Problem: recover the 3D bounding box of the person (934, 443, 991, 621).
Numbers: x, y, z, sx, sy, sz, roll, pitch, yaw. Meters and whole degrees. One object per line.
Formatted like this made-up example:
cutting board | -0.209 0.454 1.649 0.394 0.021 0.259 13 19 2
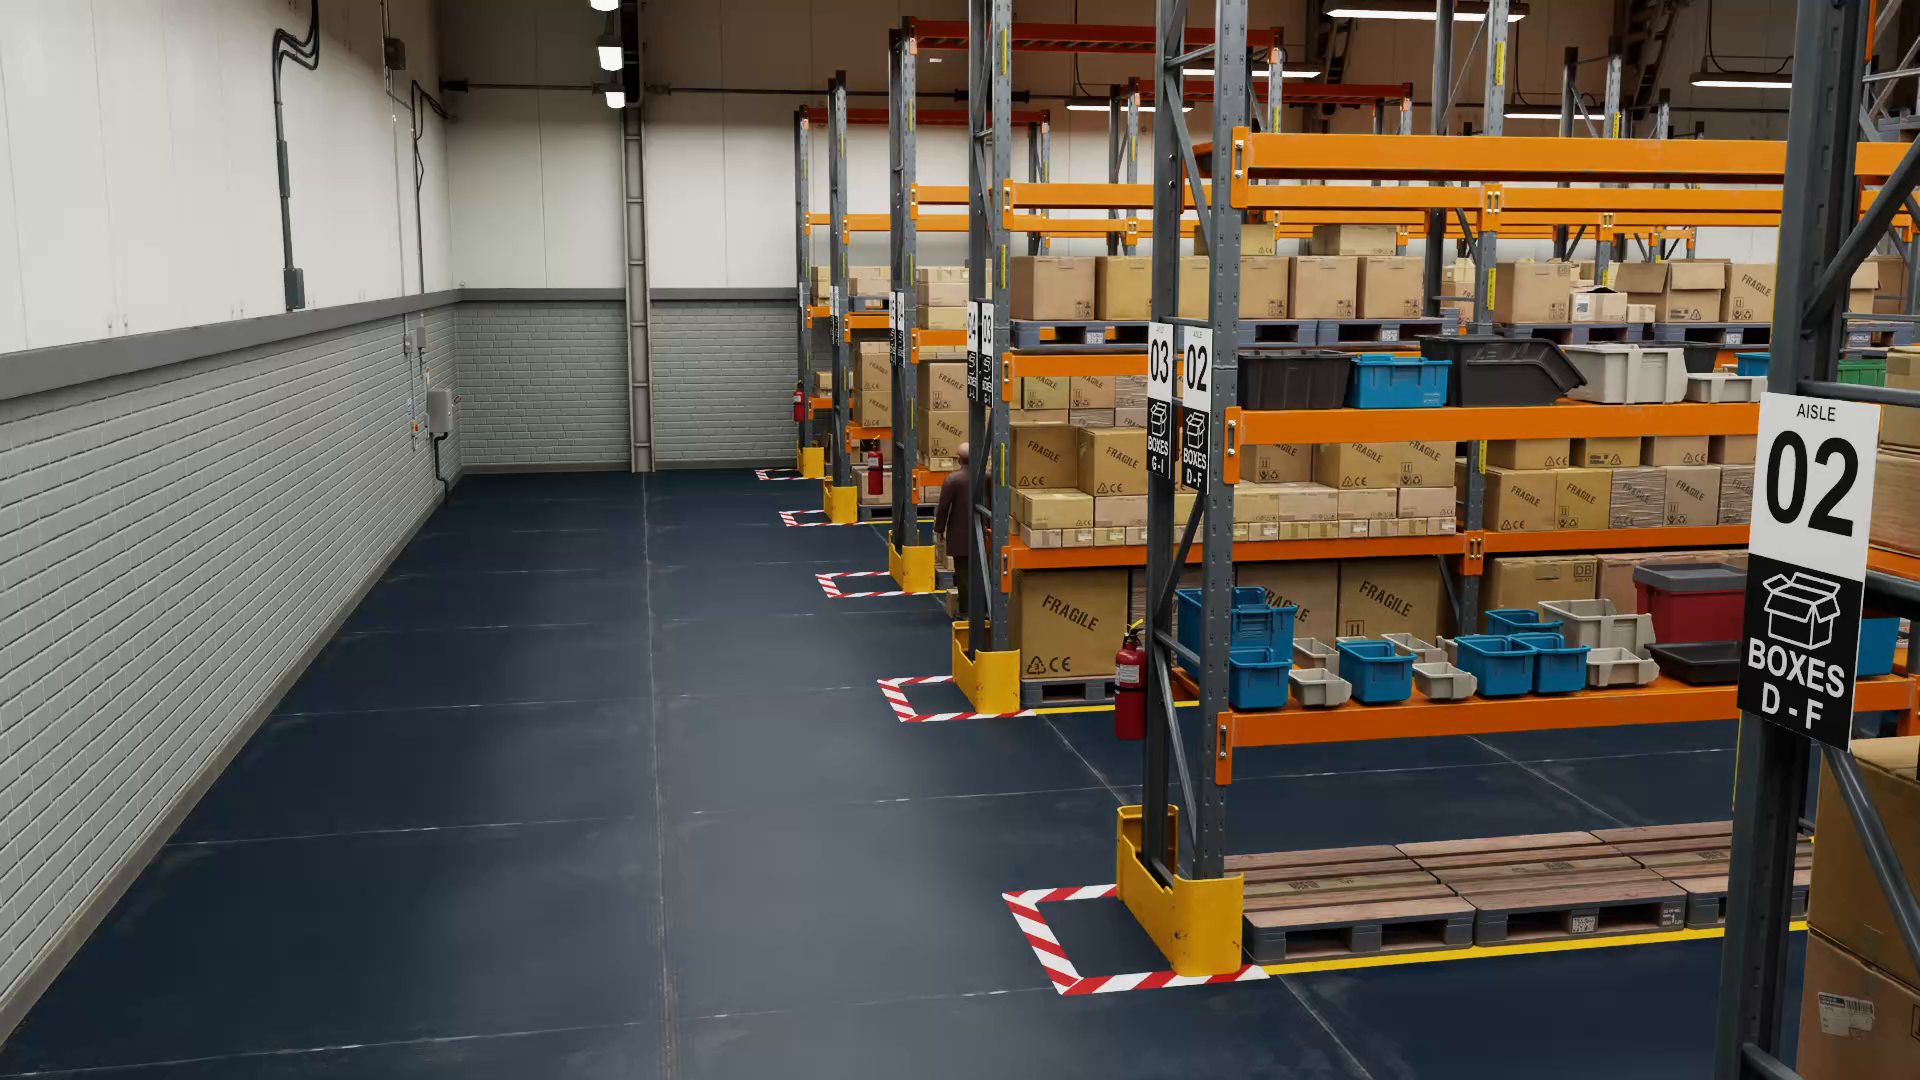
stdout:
person | 0.070 -0.094 16.440 0.694 1.775 0.582 -2 10 -11
